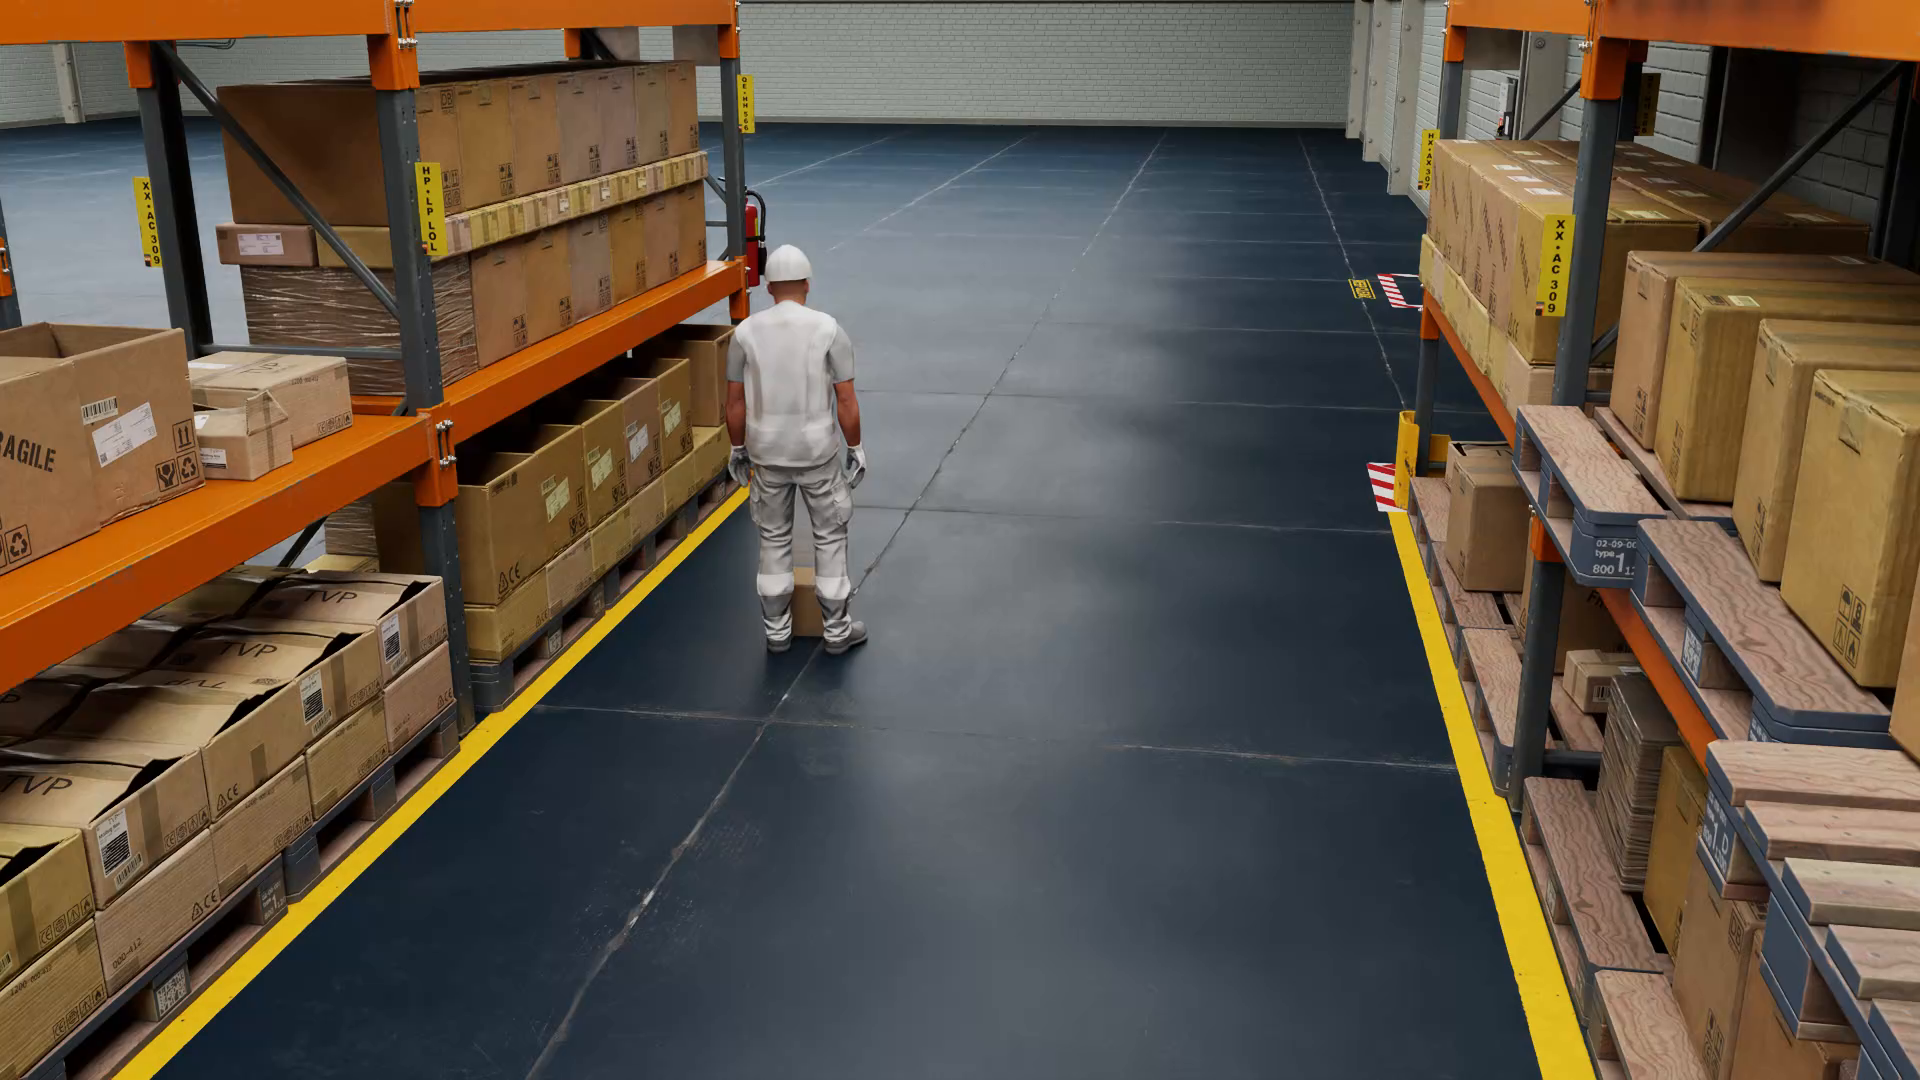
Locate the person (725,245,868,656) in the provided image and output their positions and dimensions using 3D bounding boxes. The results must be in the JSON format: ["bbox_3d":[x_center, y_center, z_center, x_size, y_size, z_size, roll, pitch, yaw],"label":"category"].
[{"bbox_3d":[-0.706,-0.375,7.205,0.609,1.777,0.453,2,18,6],"label":"person"}]
